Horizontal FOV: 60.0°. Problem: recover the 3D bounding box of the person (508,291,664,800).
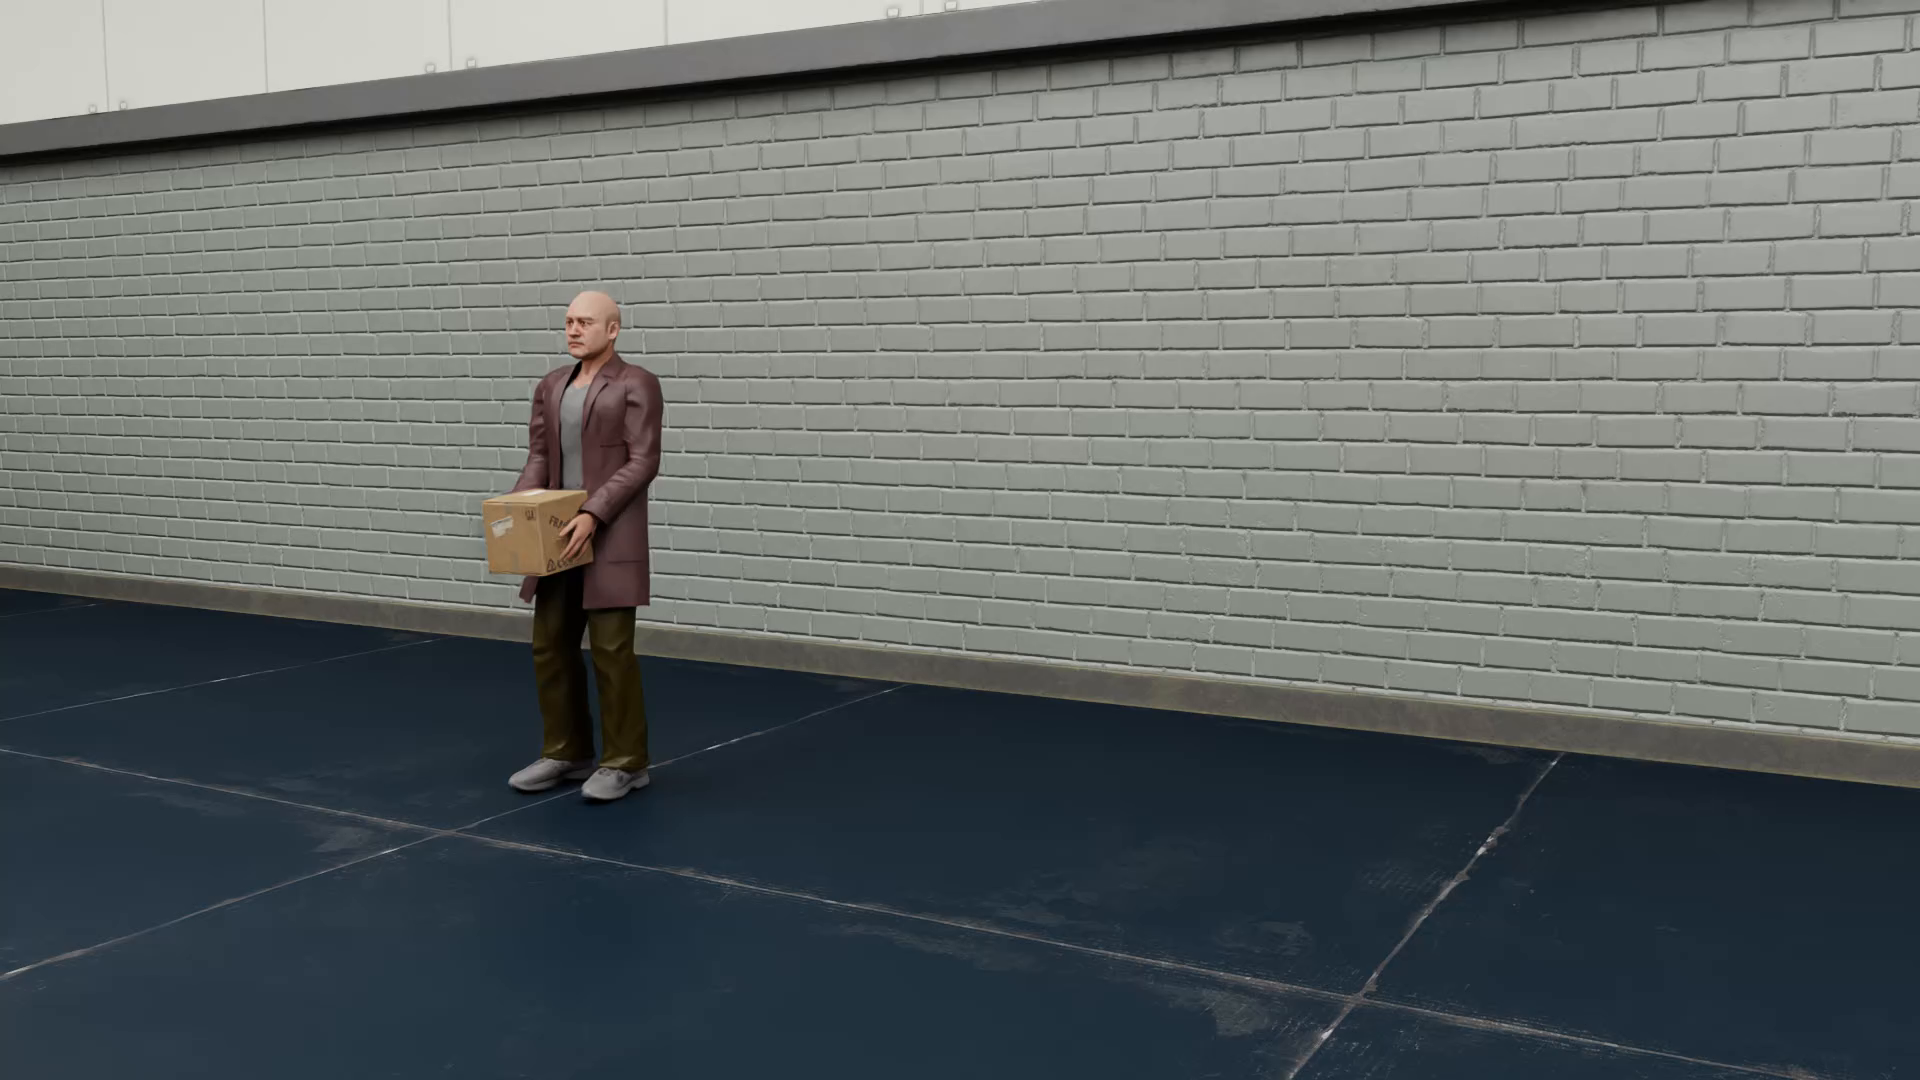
[{"bbox_3d":[-1.349,0.016,5.868,0.566,1.782,0.499,3,7,28],"label":"person"}]
